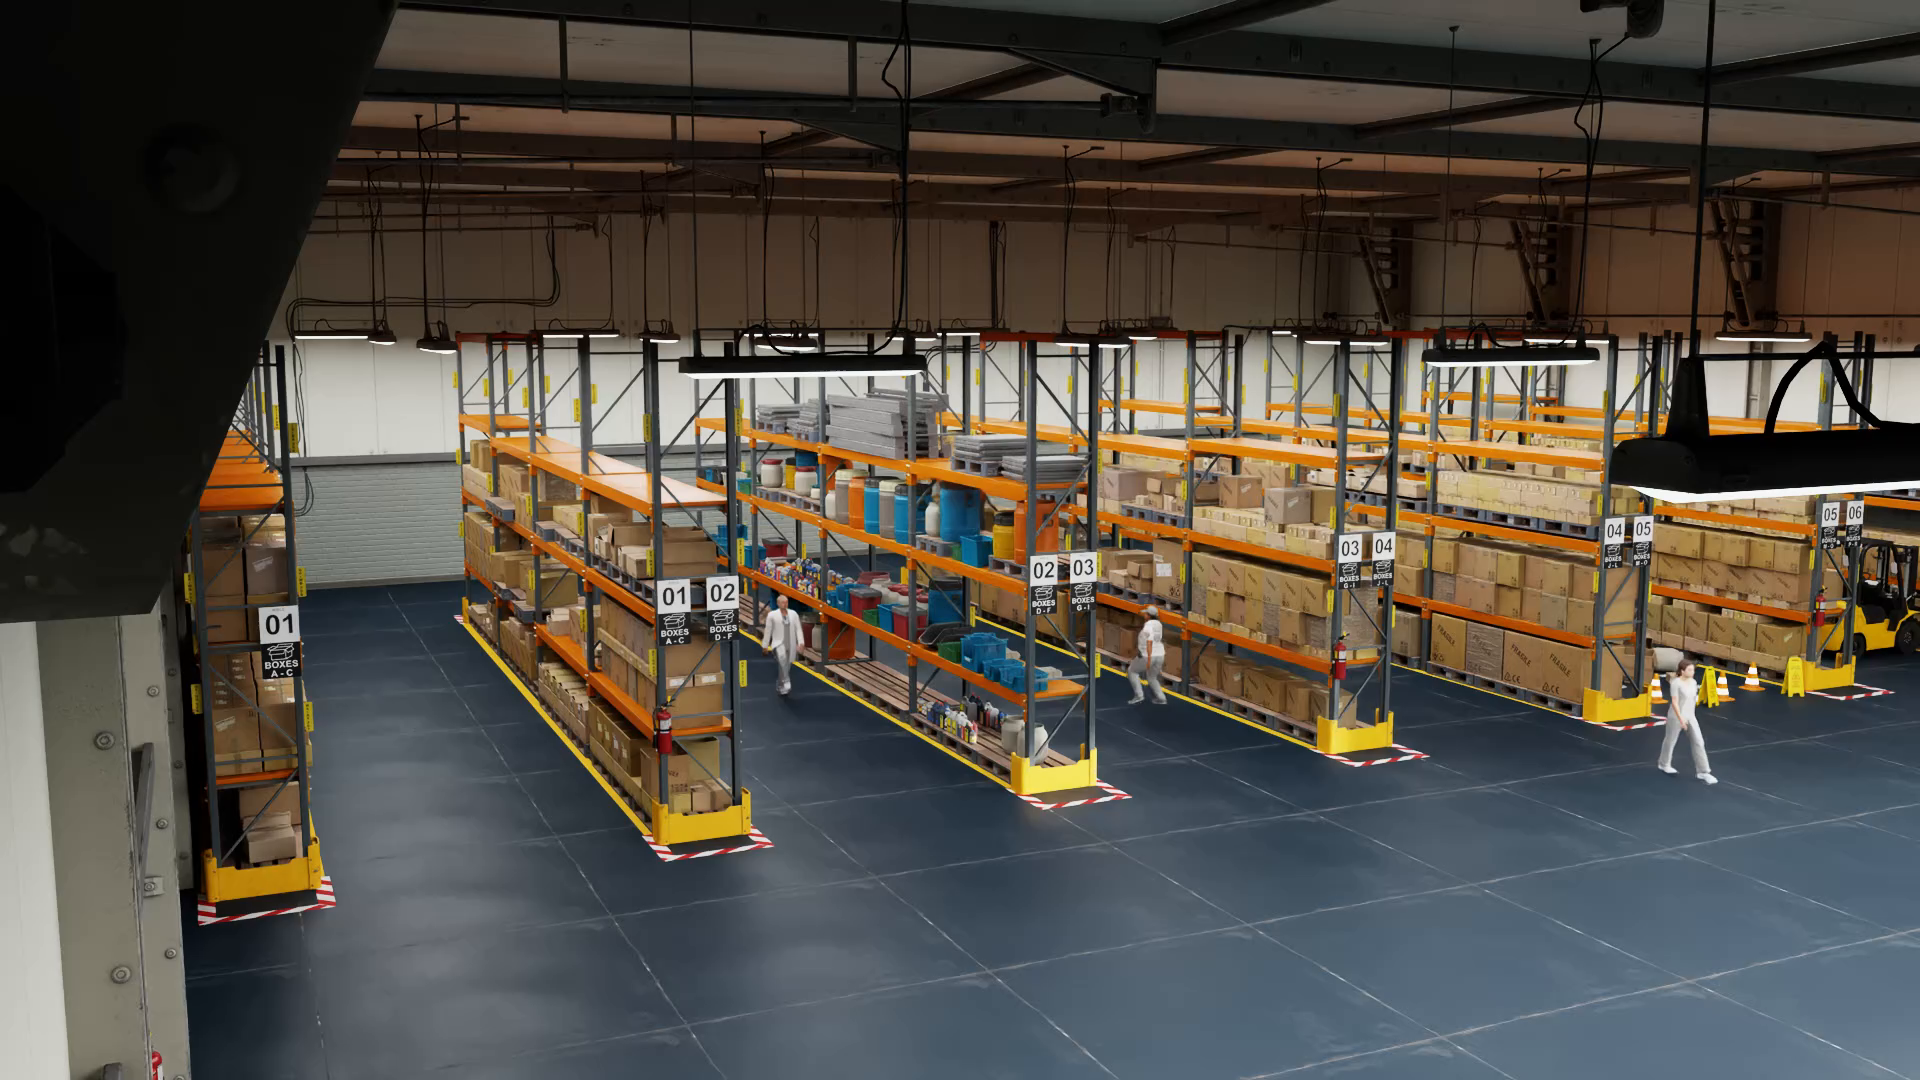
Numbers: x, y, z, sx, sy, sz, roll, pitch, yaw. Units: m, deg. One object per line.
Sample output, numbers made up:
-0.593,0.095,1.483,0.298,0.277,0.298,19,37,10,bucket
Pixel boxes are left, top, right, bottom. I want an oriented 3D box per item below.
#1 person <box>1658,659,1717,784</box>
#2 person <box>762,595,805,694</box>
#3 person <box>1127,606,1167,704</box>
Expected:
9.931,2.443,22.727,0.459,1.633,0.905,-2,8,-13,person
-2.877,1.767,27.370,0.636,1.717,1.123,-4,9,-29,person
2.998,1.818,26.055,0.506,1.581,0.676,-5,9,-34,person
